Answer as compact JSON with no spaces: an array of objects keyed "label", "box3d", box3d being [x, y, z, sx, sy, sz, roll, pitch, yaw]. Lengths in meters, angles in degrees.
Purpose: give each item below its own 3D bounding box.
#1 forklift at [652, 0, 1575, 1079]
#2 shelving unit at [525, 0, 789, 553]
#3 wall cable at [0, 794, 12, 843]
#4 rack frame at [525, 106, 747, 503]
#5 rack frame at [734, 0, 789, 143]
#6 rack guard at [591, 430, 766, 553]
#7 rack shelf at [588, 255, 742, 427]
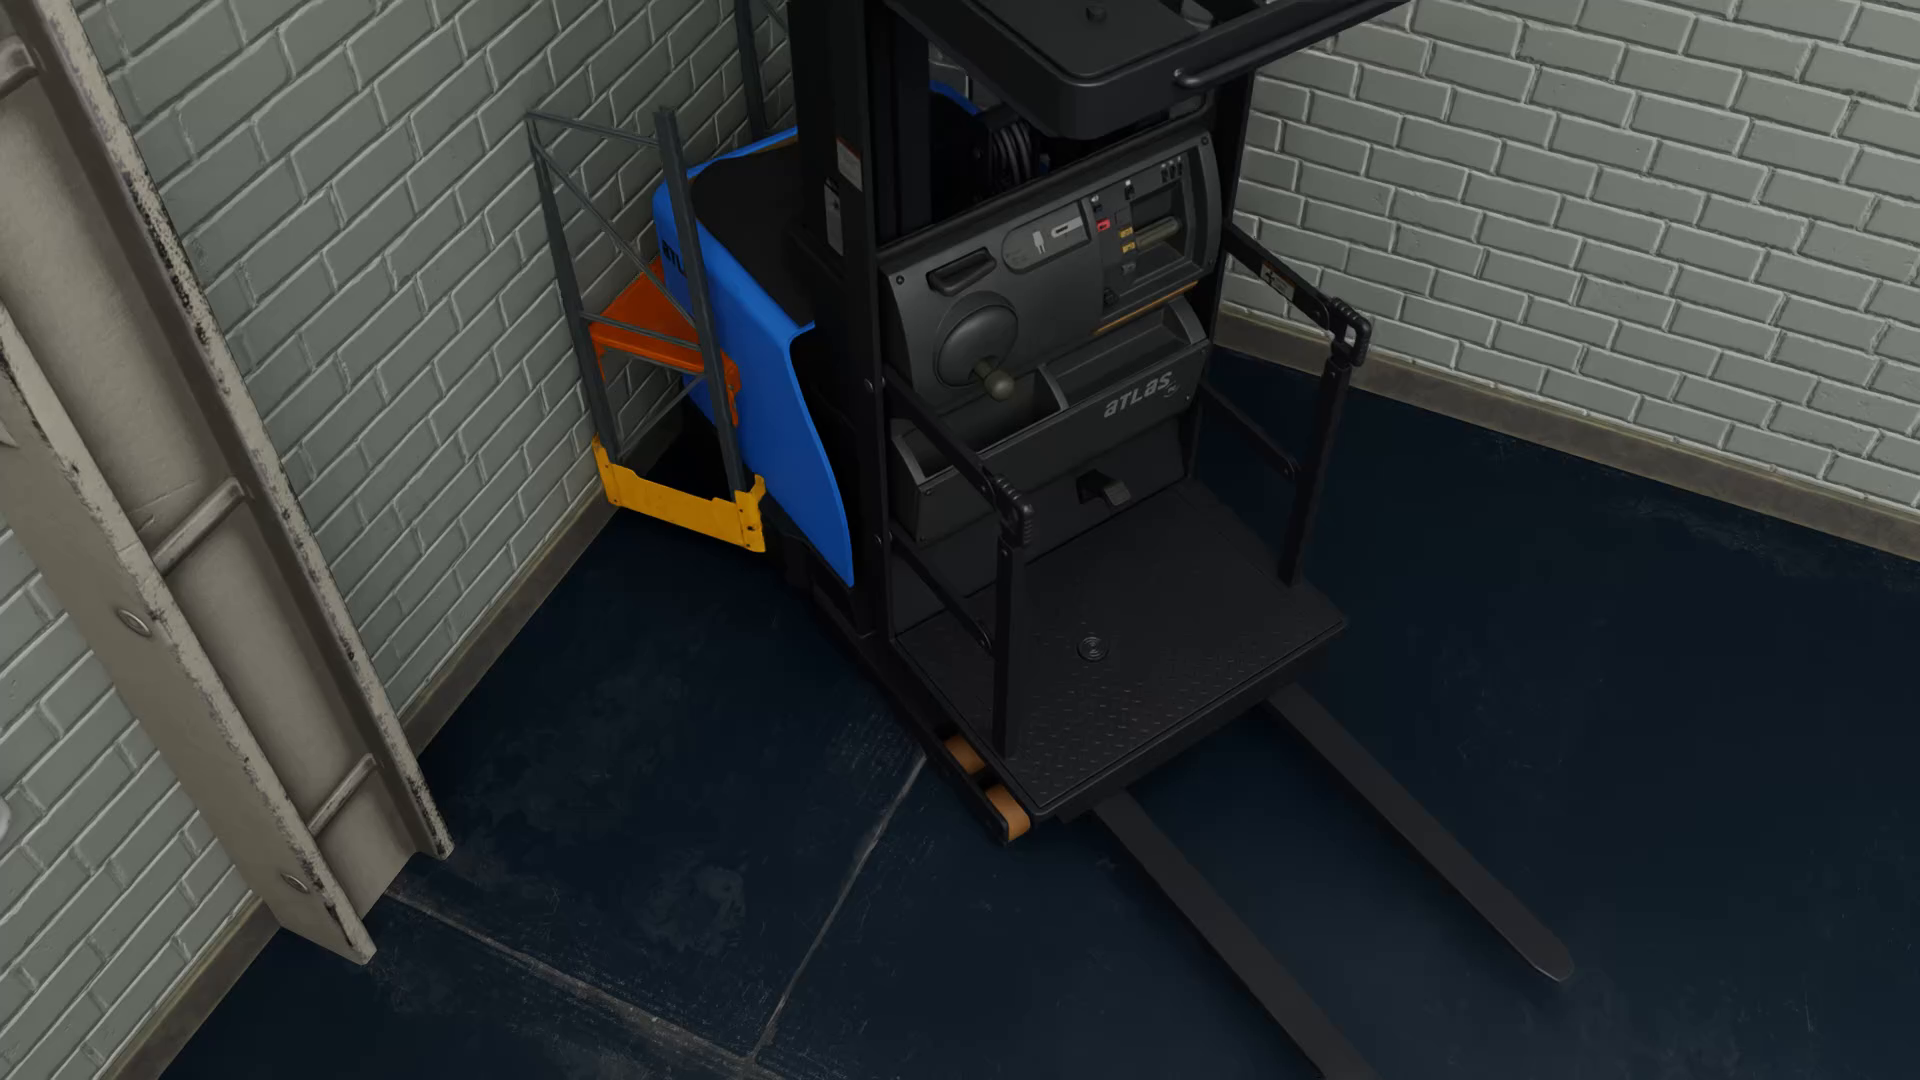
[{"label":"forklift","box3d":[0.365,-0.553,3.796,1.130,2.935,3.031,-28,55,-22]},{"label":"shelving unit","box3d":[-0.659,-0.918,4.956,0.587,1.500,1.083,18,49,20]},{"label":"wall cable","box3d":[-2.278,0.568,2.130,0.084,1.984,1.851,20,52,16]},{"label":"rack frame","box3d":[-0.887,-0.580,4.638,0.500,1.500,0.032,18,49,20]},{"label":"rack frame","box3d":[-0.438,-1.244,5.263,0.500,1.500,0.032,18,49,20]},{"label":"rack guard","box3d":[-0.849,-0.154,5.095,0.587,0.250,0.087,18,49,20]},{"label":"rack shelf","box3d":[-0.654,-0.786,5.079,0.538,0.185,1.000,18,49,20]}]
